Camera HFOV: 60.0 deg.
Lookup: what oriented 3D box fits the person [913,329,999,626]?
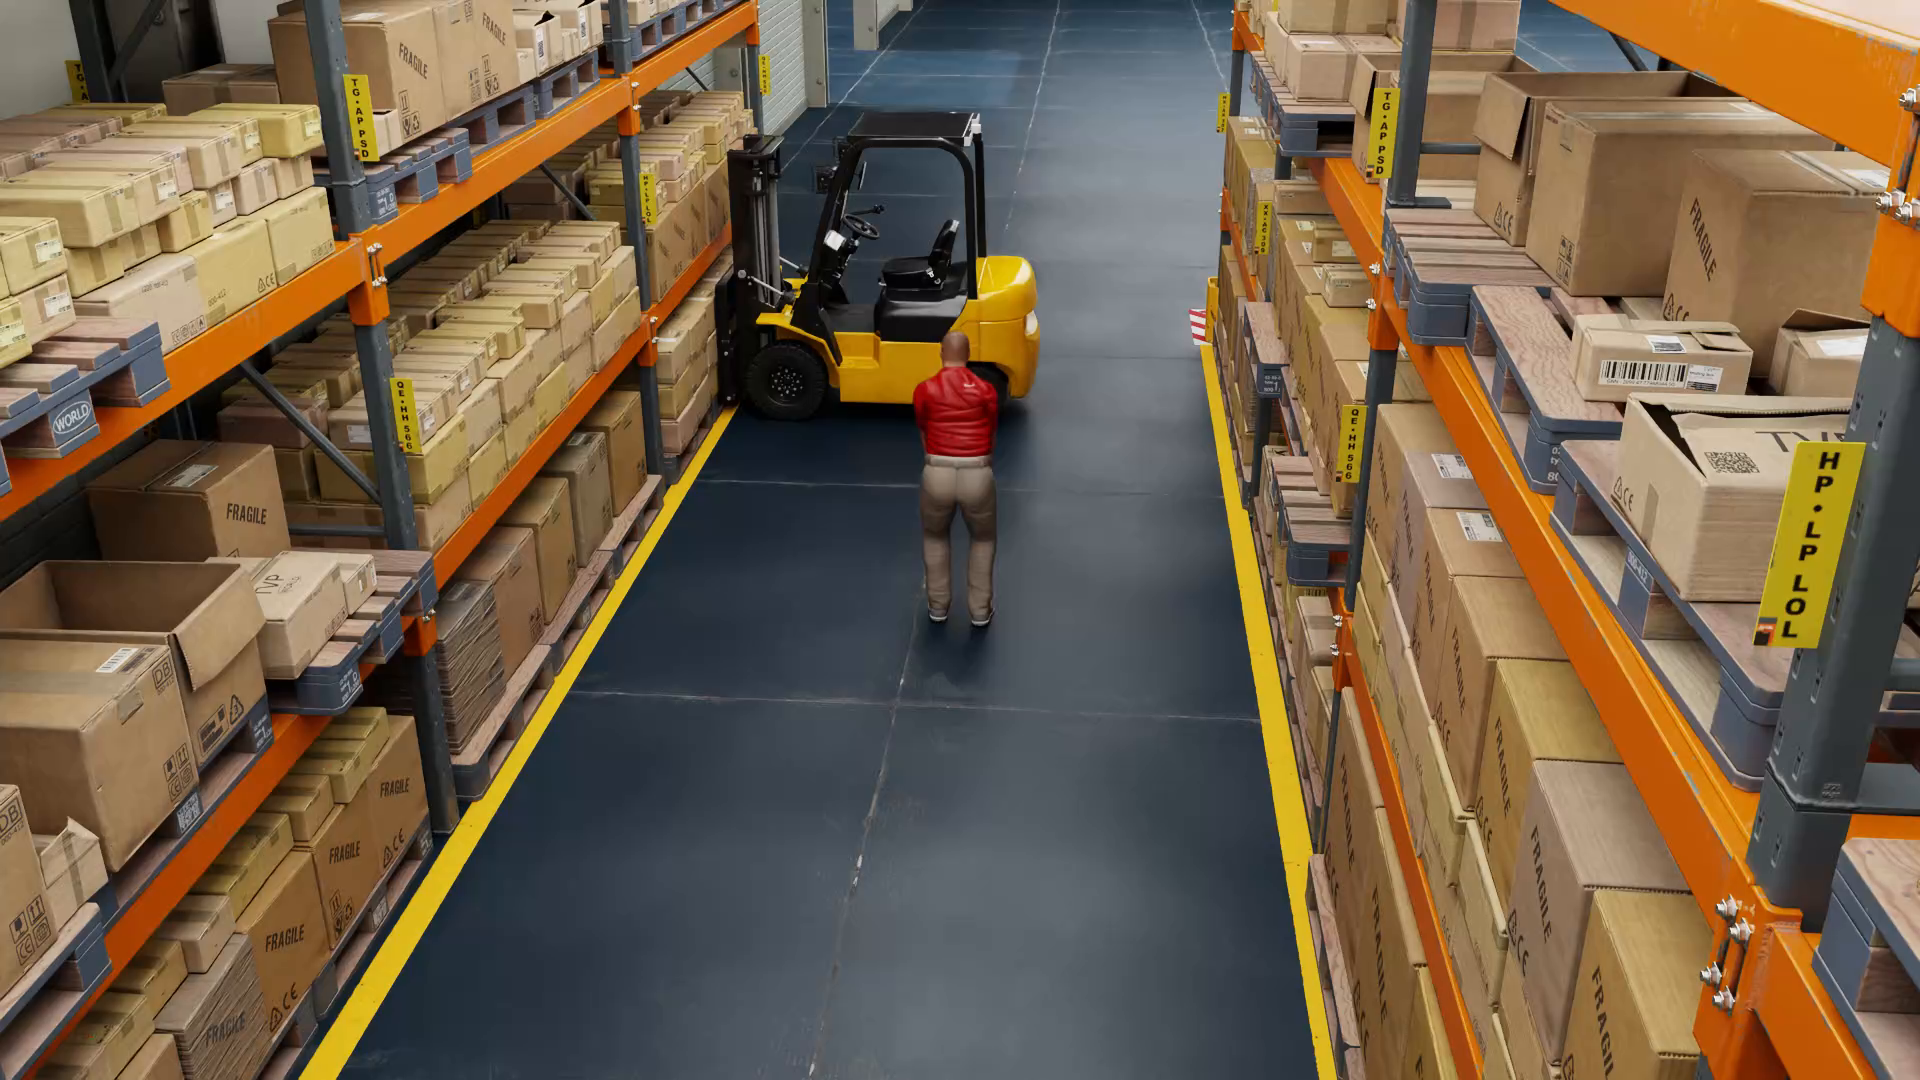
[{"bbox_3d":[-0.023,-0.354,9.451,0.482,1.701,0.578,1,24,3],"label":"person"}]
